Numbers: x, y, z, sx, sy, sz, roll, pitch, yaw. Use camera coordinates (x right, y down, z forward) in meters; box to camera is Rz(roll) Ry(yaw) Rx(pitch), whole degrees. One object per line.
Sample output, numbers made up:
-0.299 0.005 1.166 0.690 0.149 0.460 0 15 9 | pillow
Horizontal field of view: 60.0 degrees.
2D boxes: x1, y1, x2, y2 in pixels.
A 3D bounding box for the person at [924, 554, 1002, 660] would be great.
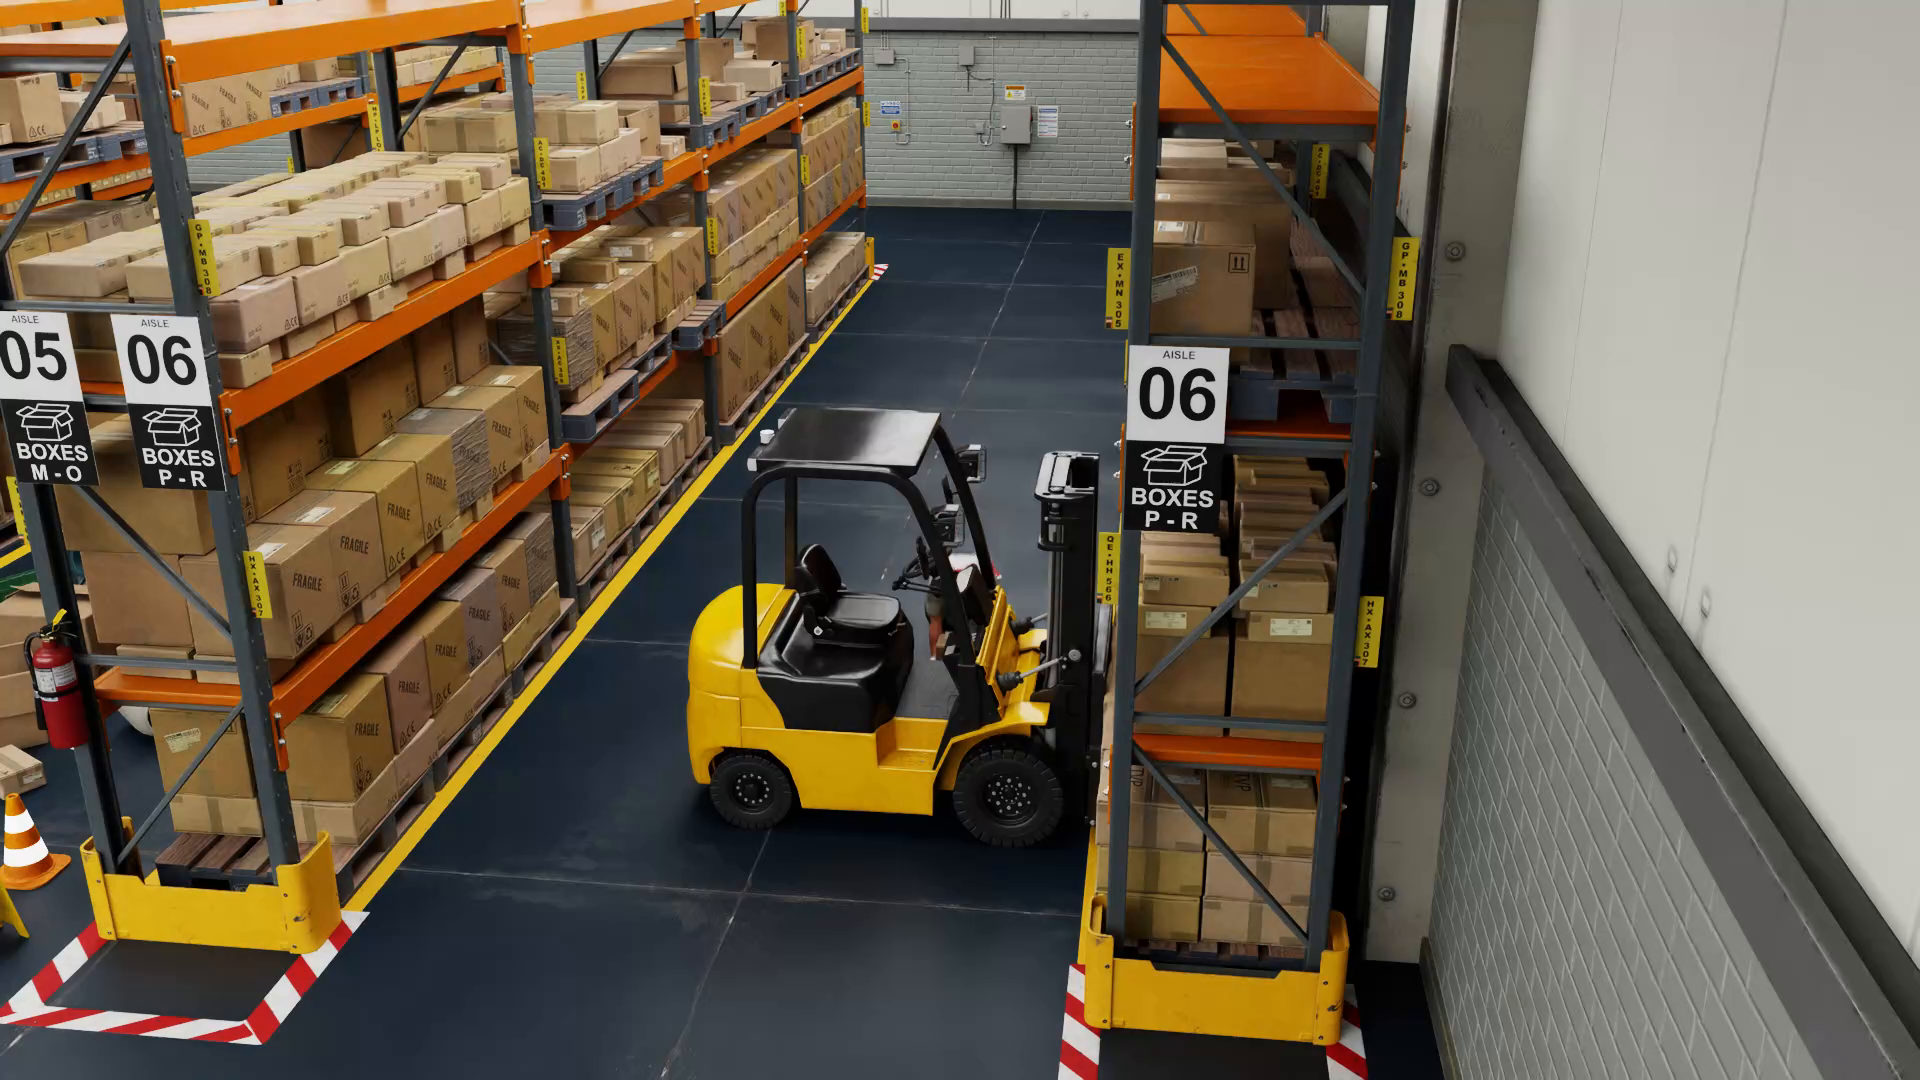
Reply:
0.025 0.474 11.326 0.540 0.876 0.915 2 21 6 | person
